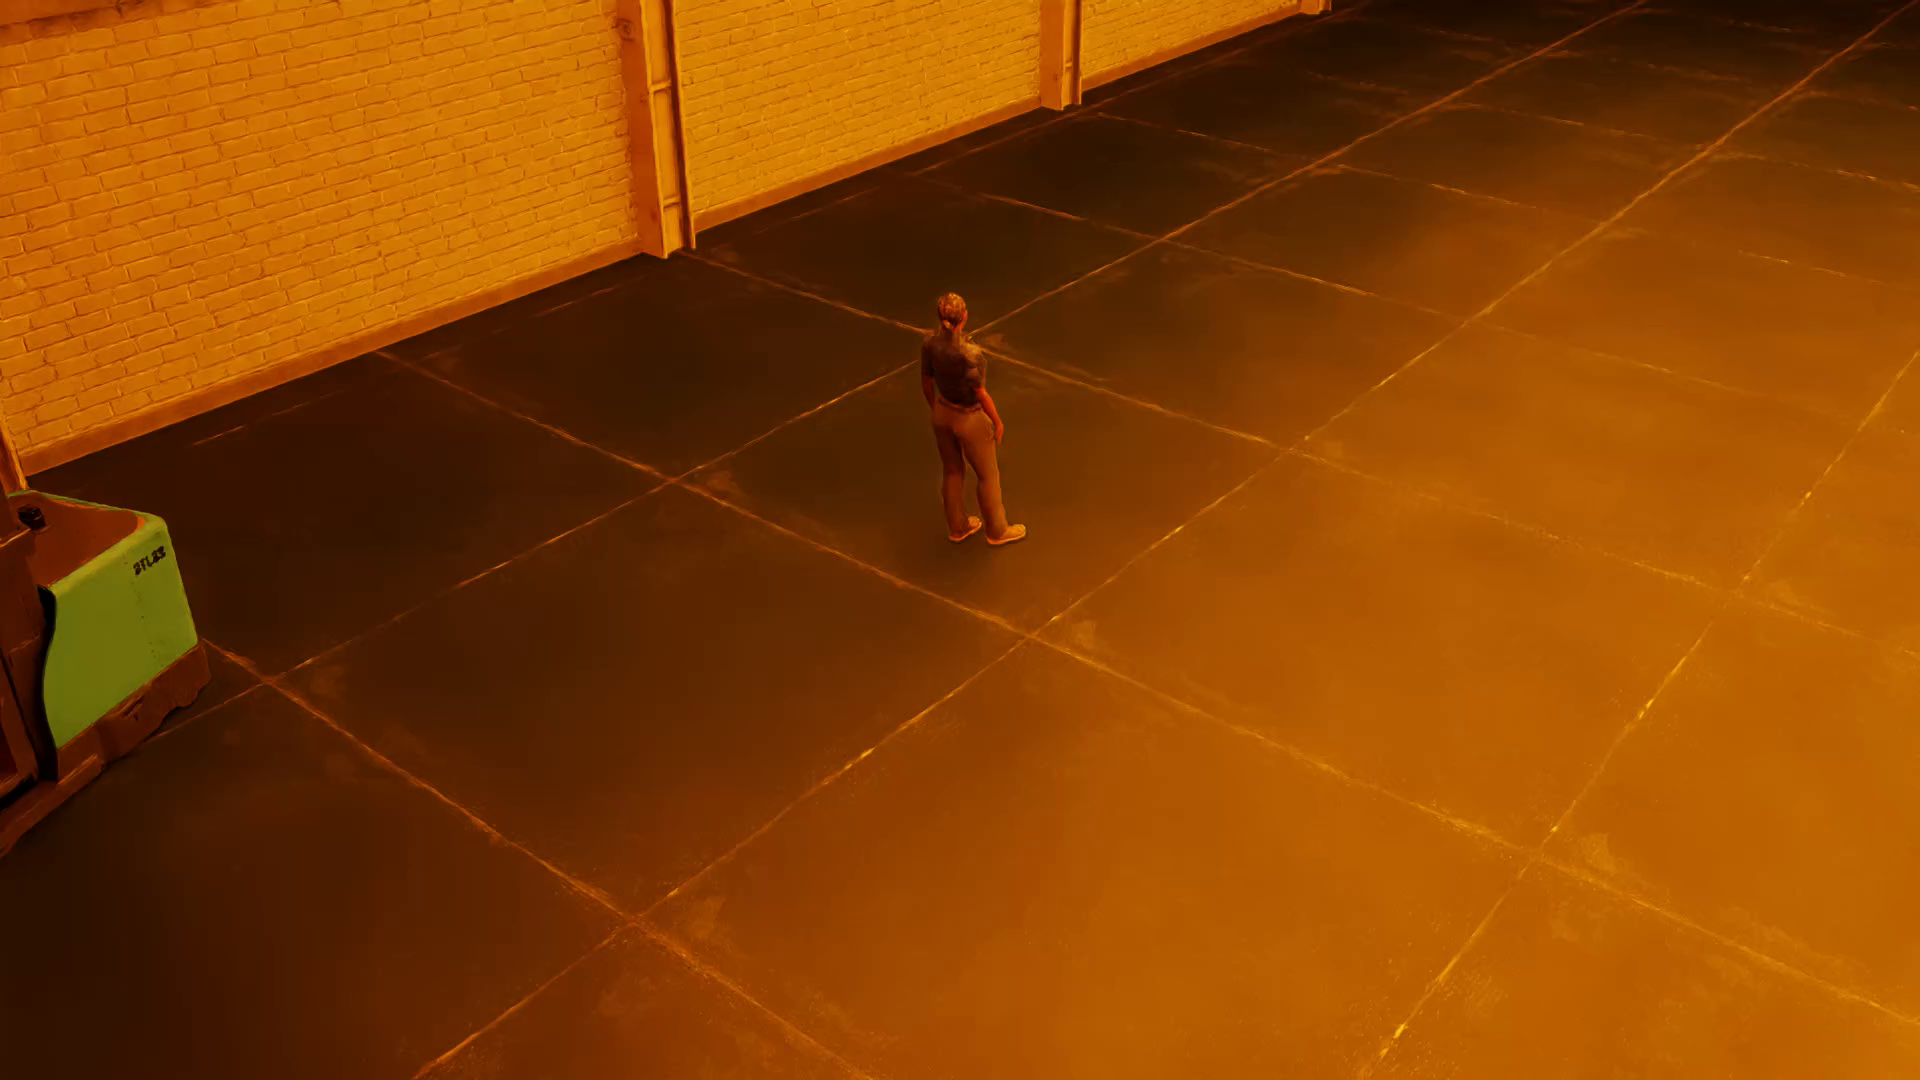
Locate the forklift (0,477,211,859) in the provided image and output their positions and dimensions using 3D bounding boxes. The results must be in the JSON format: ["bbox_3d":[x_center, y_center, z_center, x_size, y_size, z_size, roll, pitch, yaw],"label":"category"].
[{"bbox_3d":[-5.043,0.161,7.319,1.130,2.935,3.031,10,32,16],"label":"forklift"}]

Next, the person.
[{"bbox_3d":[0.070,-0.749,10.127,0.570,1.654,0.503,22,37,33],"label":"person"}]
